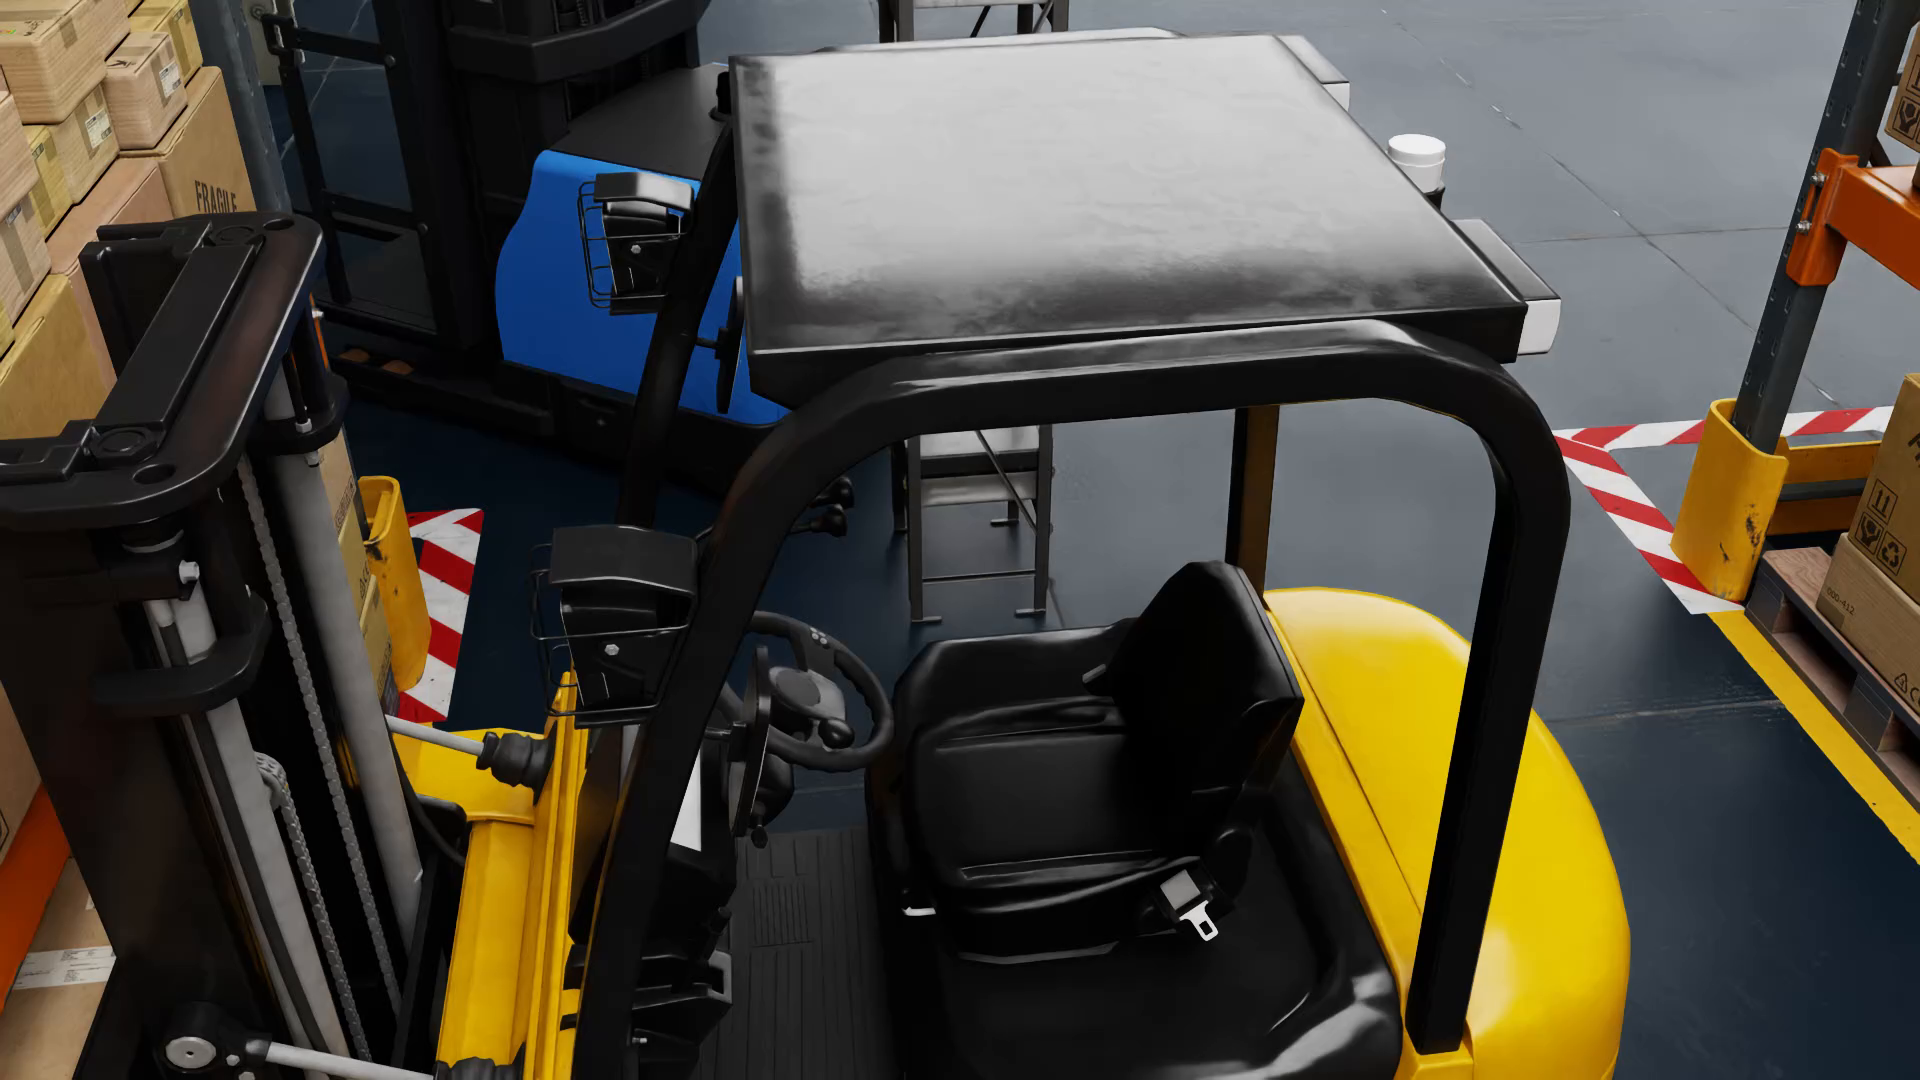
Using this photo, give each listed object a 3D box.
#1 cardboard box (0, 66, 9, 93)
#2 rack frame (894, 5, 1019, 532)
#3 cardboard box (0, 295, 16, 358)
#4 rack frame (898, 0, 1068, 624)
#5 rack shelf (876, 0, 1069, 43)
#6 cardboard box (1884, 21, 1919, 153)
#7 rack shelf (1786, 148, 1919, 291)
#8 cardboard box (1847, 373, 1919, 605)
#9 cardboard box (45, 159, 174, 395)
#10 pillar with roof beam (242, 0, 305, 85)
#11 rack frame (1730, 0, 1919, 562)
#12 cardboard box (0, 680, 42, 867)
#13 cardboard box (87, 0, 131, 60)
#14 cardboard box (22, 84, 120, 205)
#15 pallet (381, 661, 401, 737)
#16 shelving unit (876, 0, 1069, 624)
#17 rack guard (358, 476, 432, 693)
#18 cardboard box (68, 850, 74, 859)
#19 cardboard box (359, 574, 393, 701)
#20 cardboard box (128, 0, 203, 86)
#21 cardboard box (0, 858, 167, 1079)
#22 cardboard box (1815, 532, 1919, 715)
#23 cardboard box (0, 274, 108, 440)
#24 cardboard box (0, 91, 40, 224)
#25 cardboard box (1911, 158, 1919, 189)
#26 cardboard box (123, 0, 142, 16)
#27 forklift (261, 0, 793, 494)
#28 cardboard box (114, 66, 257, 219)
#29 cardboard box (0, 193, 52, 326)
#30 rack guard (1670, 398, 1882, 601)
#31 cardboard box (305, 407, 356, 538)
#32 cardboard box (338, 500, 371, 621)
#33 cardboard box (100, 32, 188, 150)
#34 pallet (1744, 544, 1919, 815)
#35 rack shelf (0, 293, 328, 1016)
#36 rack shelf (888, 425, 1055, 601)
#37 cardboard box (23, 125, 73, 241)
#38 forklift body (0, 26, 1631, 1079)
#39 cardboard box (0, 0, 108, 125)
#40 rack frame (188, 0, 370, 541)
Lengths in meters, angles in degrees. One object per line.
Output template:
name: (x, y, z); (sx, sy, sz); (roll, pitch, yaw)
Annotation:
cardboard box: (-1.763, -0.681, 2.656); (0.380, 0.149, 0.250); (-4, 34, -6)
rack frame: (-0.011, -0.911, 4.723); (0.400, 2.100, 0.015); (-4, 35, -6)
cardboard box: (-1.585, -0.279, 2.331); (0.380, 0.149, 0.250); (-4, 34, -6)
rack frame: (0.055, -0.639, 4.323); (0.400, 2.100, 0.015); (-4, 35, -6)
rack shelf: (0.022, -1.342, 4.137); (0.431, 0.518, 0.480); (-4, 35, -6)
cardboard box: (2.601, -1.113, 3.866); (0.500, 0.500, 0.500); (-5, 35, -7)
rack shelf: (3.081, 0.179, 2.962); (1.077, 0.370, 4.000); (-4, 35, -6)
cardboard box: (2.650, -0.097, 4.131); (0.500, 0.500, 0.500); (-5, 35, -8)
cardboard box: (-1.719, -0.352, 3.015); (0.500, 0.500, 0.500); (-3, 34, -5)
pillar with roof beam: (0.553, -6.552, 6.874); (9.100, 9.000, 0.400); (-4, 35, -6)
rack frame: (2.812, -1.234, 4.397); (1.000, 3.000, 0.127); (-4, 35, -6)
cardboard box: (-1.571, 0.213, 2.185); (0.500, 0.500, 0.500); (-4, 34, -6)
cardboard box: (-1.785, -0.969, 3.079); (0.380, 0.149, 0.250); (-4, 35, -6)
cardboard box: (-1.744, -0.703, 2.954); (0.380, 0.149, 0.250); (-4, 34, -5)
pallet: (-1.962, 0.720, 4.006); (1.003, 0.211, 1.213); (-4, 35, -6)
shelving unit: (0.022, -0.775, 4.523); (0.431, 2.100, 0.503); (-4, 35, -6)
rack guard: (-2.109, 0.164, 4.566); (1.175, 0.500, 0.348); (-4, 35, -6)
cardboard box: (-1.583, 0.492, 3.045); (0.500, 0.250, 0.500); (-4, 34, -6)
cardboard box: (-1.730, 0.345, 4.149); (0.500, 0.250, 0.500); (-4, 34, -6)
cardboard box: (-1.782, -0.993, 3.379); (0.380, 0.149, 0.250); (-4, 34, -6)
cardboard box: (-1.522, 0.776, 2.629); (0.500, 0.250, 0.500); (-5, 35, -7)
cardboard box: (2.646, 0.200, 4.362); (0.500, 0.250, 0.500); (-5, 35, -7)
cardboard box: (-1.650, -0.066, 2.595); (0.500, 0.500, 0.500); (-5, 35, -7)
cardboard box: (-1.618, -0.544, 2.455); (0.380, 0.149, 0.250); (-4, 34, -5)
cardboard box: (2.653, -0.925, 4.167); (0.380, 0.149, 0.250); (-4, 35, -6)
cardboard box: (-1.849, -1.104, 3.278); (0.380, 0.149, 0.250); (-4, 35, -6)
forklift: (-1.709, -1.932, 5.482); (3.031, 2.935, 1.130); (16, 37, 22)
cardboard box: (-1.780, -0.643, 3.440); (0.500, 0.500, 0.500); (-5, 35, -7)
cardboard box: (-1.639, -0.419, 2.536); (0.380, 0.149, 0.250); (-5, 35, -8)
rack guard: (2.822, -0.159, 5.039); (1.175, 0.500, 0.348); (-4, 35, -6)
cardboard box: (-1.735, -0.073, 3.874); (0.500, 0.250, 0.500); (-3, 34, -5)
cardboard box: (-1.731, 0.148, 3.994); (0.500, 0.250, 0.500); (-5, 35, -7)
cardboard box: (-1.718, -0.853, 3.173); (0.380, 0.149, 0.250); (-4, 34, -6)
pallet: (2.896, 0.417, 4.451); (1.003, 0.211, 1.213); (-4, 35, -6)
rack shelf: (-1.837, 0.557, 2.407); (1.077, 0.370, 4.000); (-4, 35, -6)
rack shelf: (0.022, -0.186, 4.925); (0.431, 0.518, 0.480); (-4, 35, -6)
cardboard box: (-1.722, -0.564, 2.749); (0.380, 0.149, 0.250); (-5, 35, -7)
forklift body: (-0.043, 0.415, 2.731); (2.313, 2.155, 1.214); (-4, 35, -6)
cardboard box: (-1.723, -0.825, 2.868); (0.380, 0.149, 0.250); (-4, 34, -5)
rack frame: (-2.106, -0.856, 3.842); (1.000, 3.000, 0.127); (-4, 35, -6)
